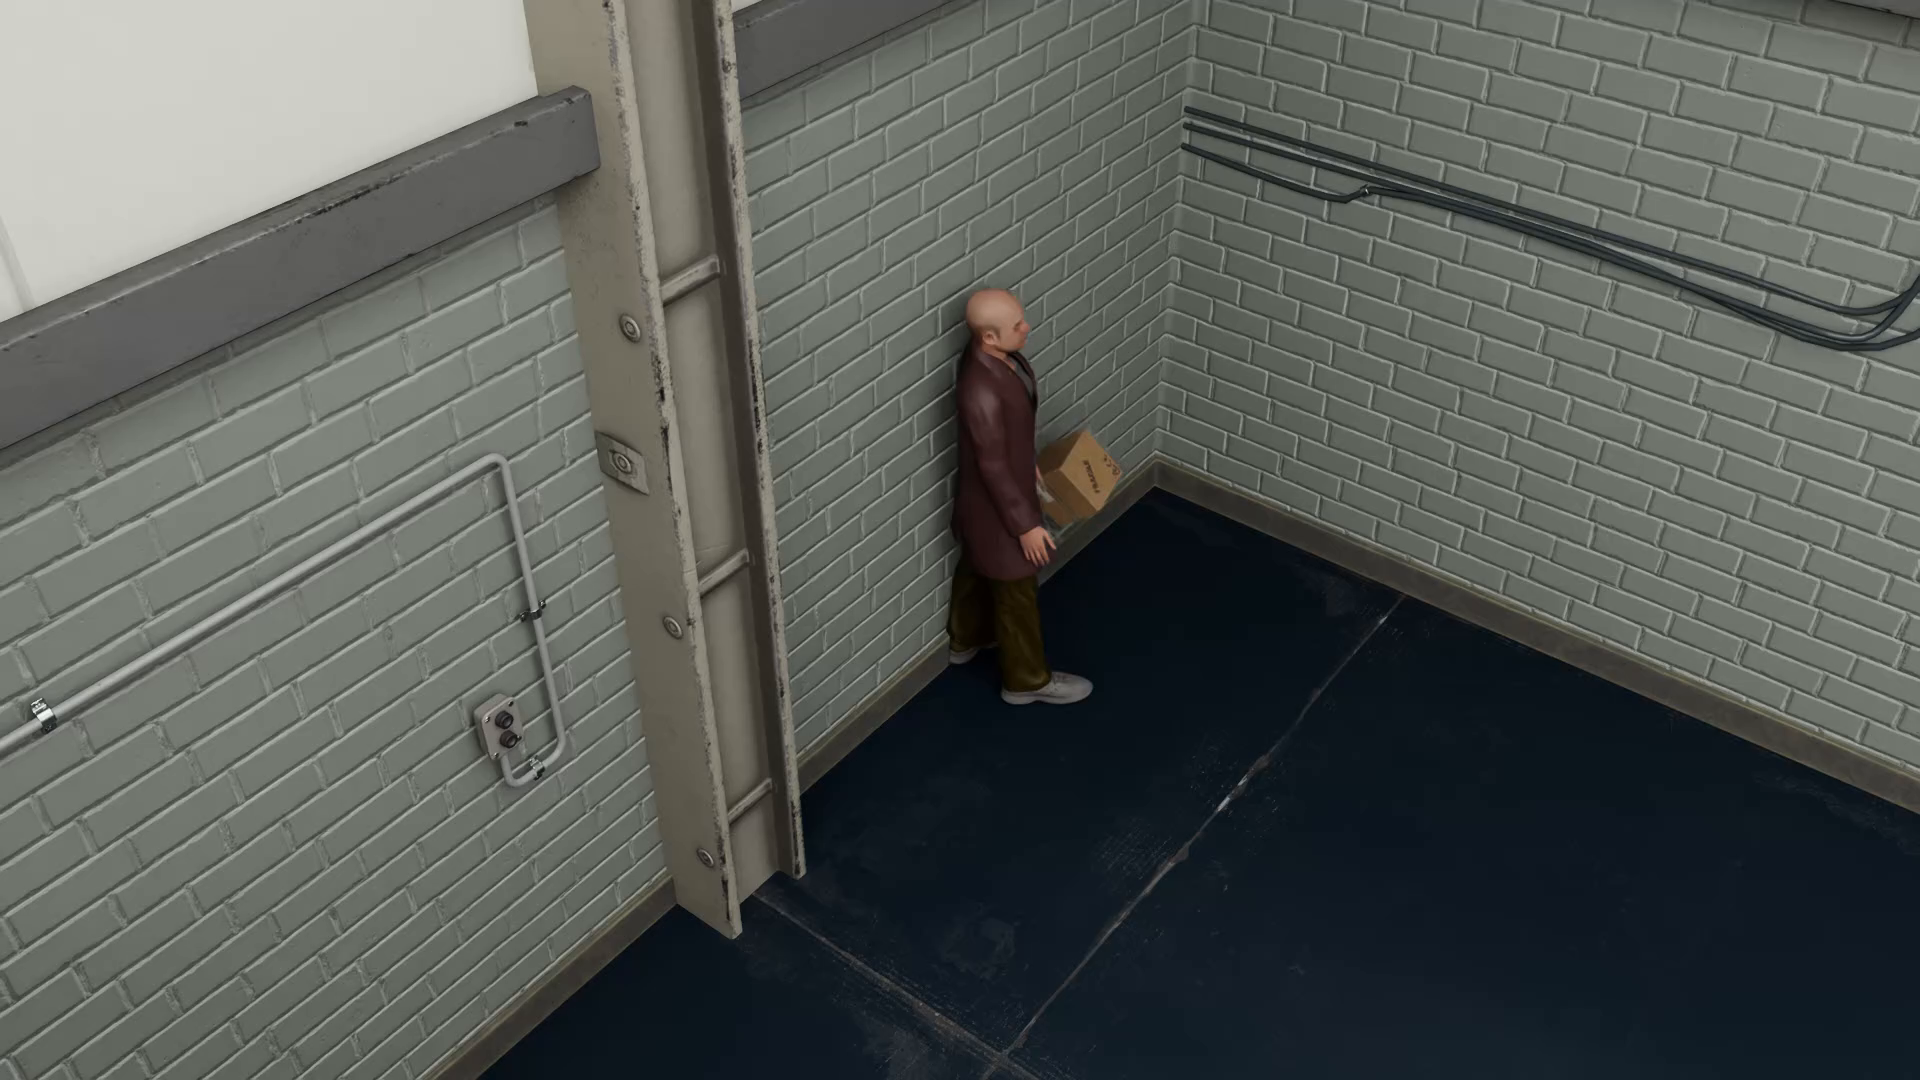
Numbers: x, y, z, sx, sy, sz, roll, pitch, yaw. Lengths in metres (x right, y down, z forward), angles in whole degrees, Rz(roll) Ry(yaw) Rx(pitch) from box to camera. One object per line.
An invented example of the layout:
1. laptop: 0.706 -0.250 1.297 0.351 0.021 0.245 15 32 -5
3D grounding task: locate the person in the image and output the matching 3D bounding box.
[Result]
1. person: 0.238 -0.164 6.342 0.605 1.780 0.644 0 38 0
